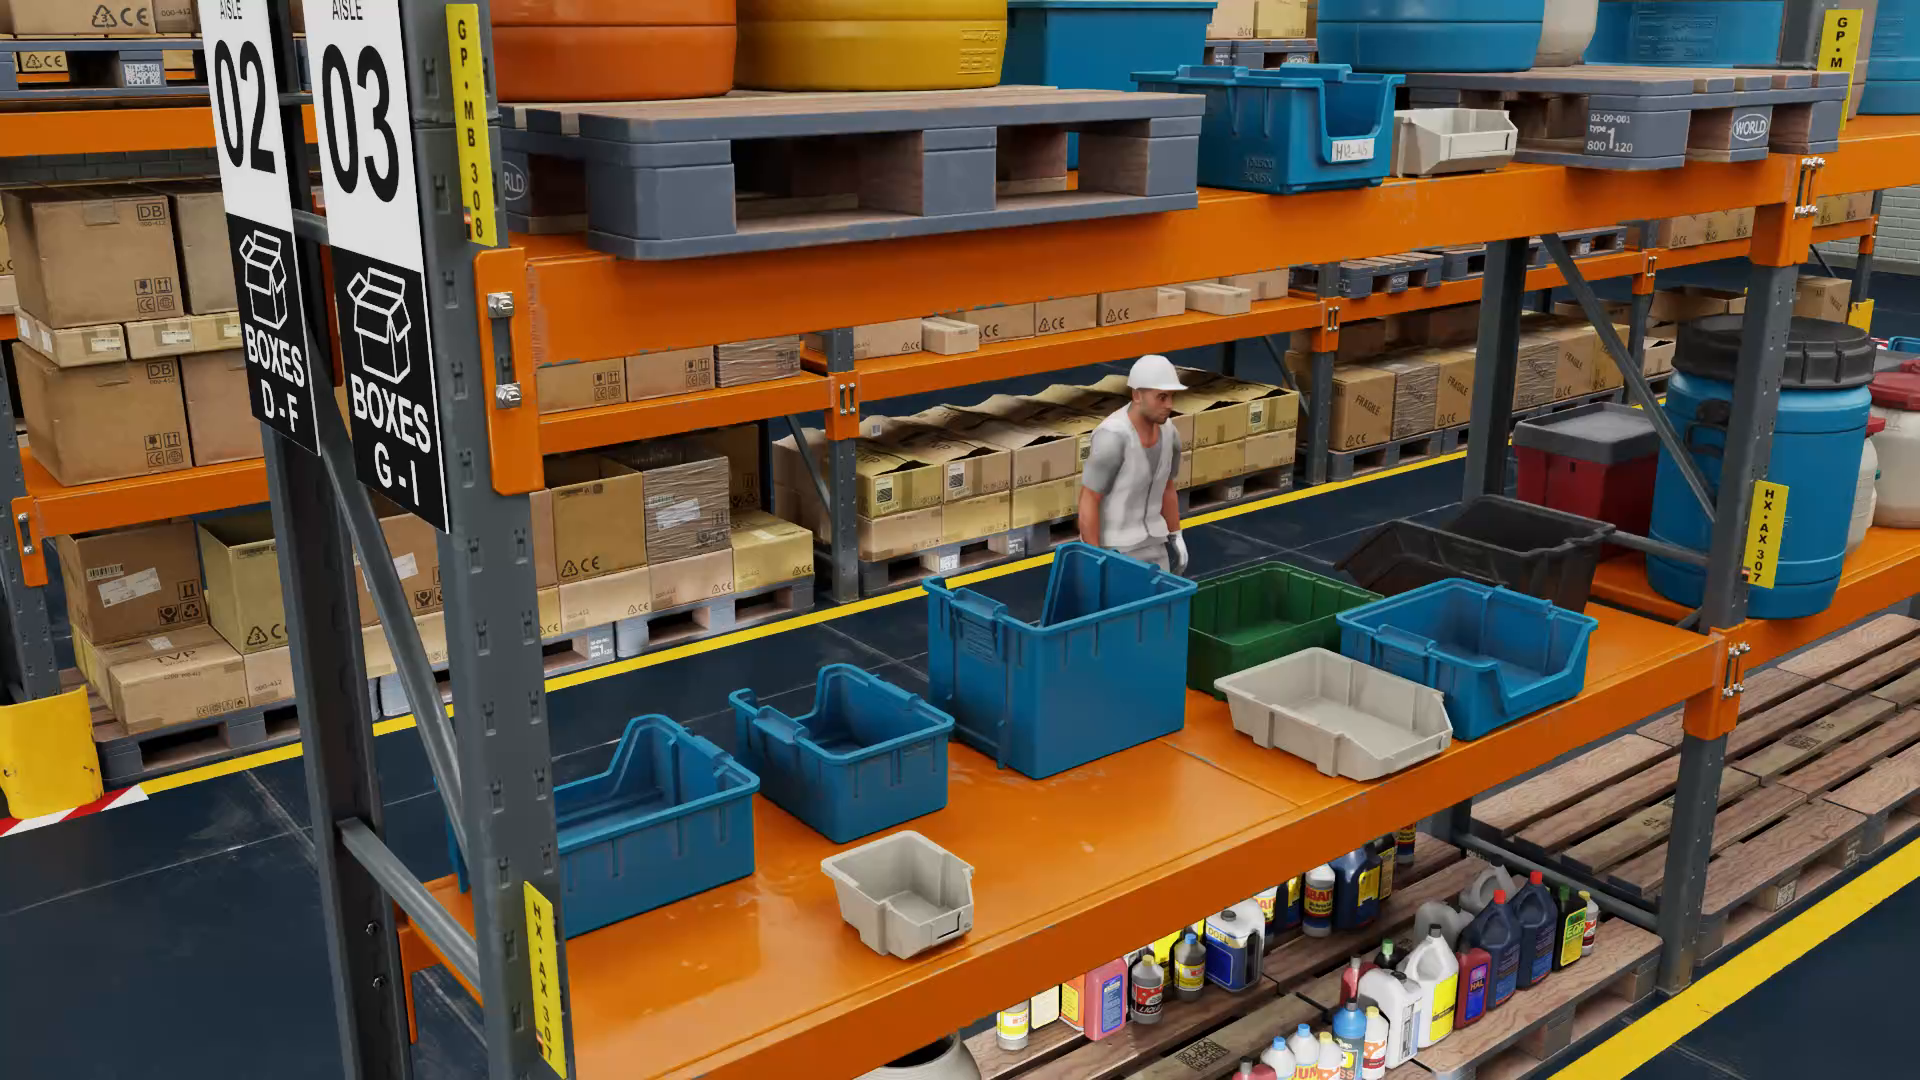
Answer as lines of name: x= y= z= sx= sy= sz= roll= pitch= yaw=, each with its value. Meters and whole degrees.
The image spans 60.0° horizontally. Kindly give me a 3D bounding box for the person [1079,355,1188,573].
person: x=0.771 y=0.058 z=7.342 sx=0.590 sy=1.779 sz=0.452 roll=-14 pitch=22 yaw=-38
